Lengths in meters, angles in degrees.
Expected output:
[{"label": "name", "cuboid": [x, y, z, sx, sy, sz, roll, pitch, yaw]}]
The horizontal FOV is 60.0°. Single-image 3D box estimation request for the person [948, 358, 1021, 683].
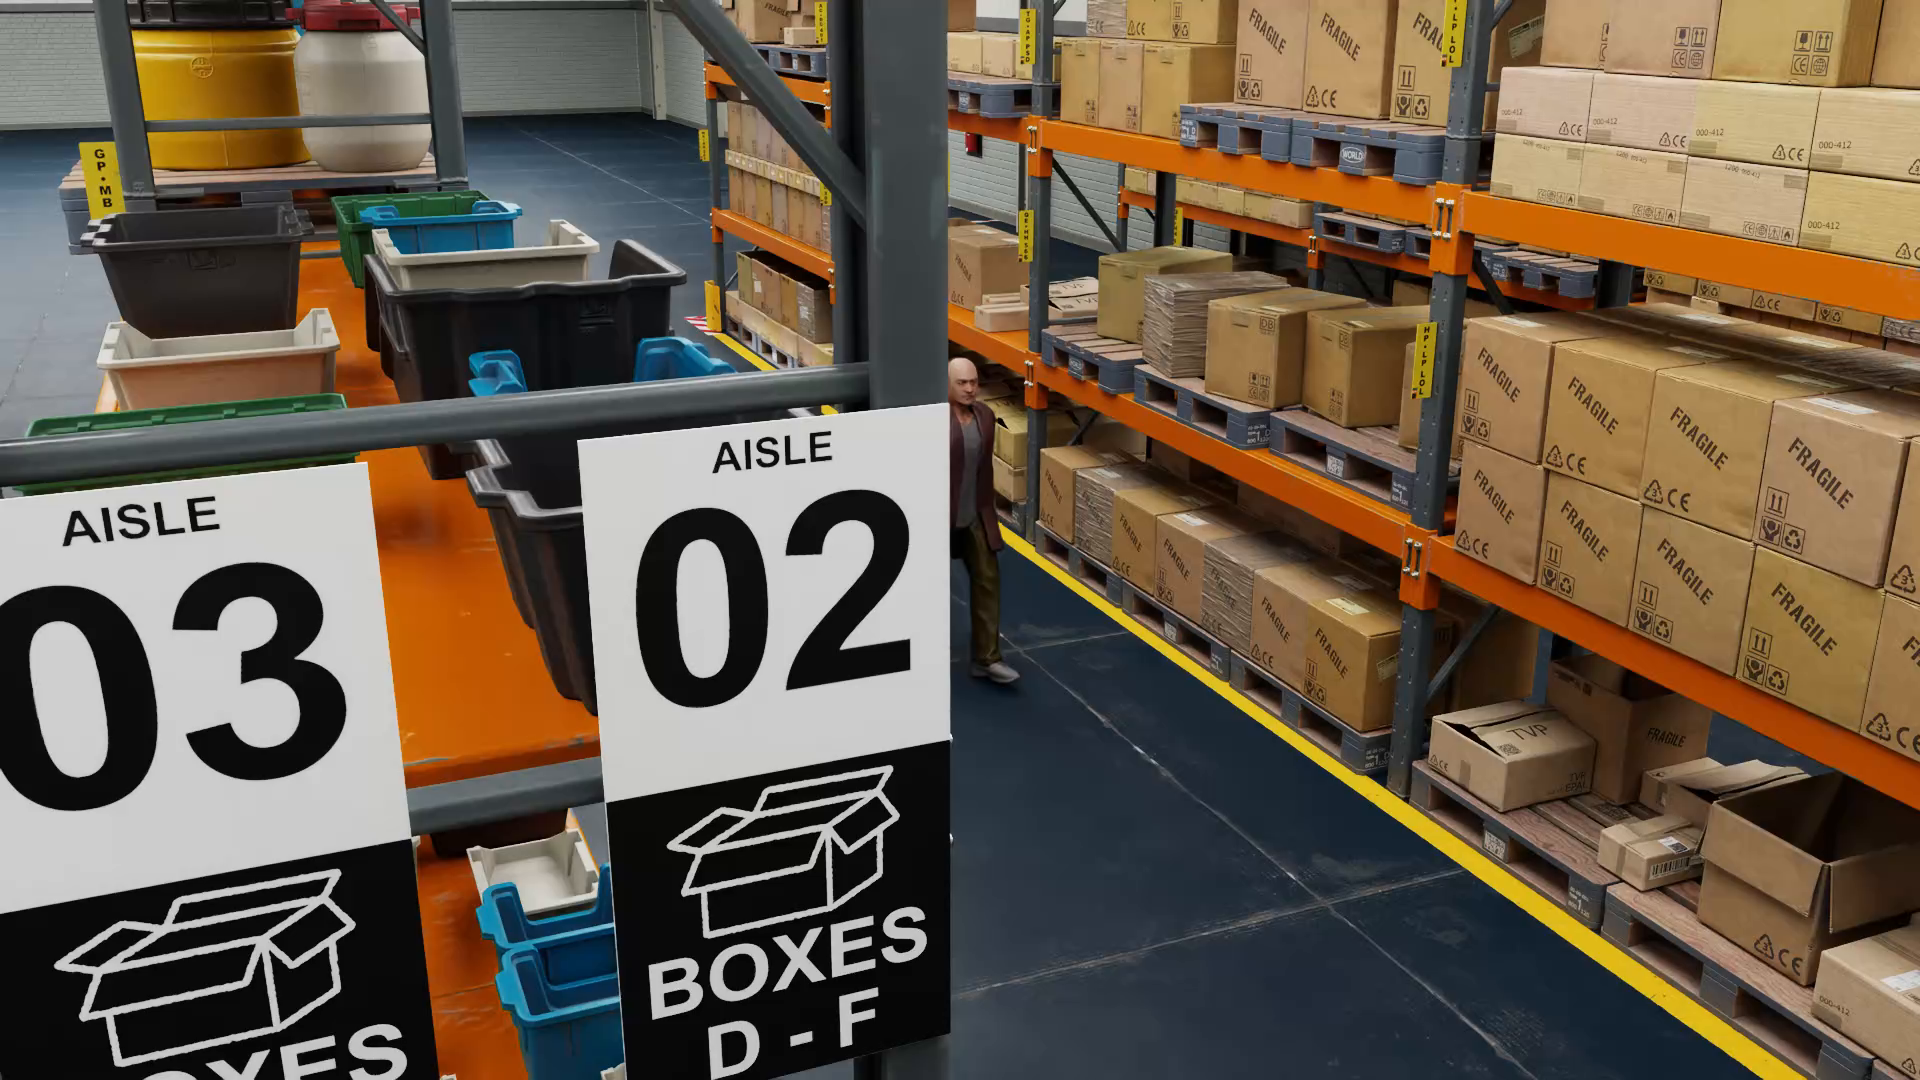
[{"label": "person", "cuboid": [-0.048, -0.148, 9.043, 0.607, 1.734, 1.126, -9, 21, -25]}]
